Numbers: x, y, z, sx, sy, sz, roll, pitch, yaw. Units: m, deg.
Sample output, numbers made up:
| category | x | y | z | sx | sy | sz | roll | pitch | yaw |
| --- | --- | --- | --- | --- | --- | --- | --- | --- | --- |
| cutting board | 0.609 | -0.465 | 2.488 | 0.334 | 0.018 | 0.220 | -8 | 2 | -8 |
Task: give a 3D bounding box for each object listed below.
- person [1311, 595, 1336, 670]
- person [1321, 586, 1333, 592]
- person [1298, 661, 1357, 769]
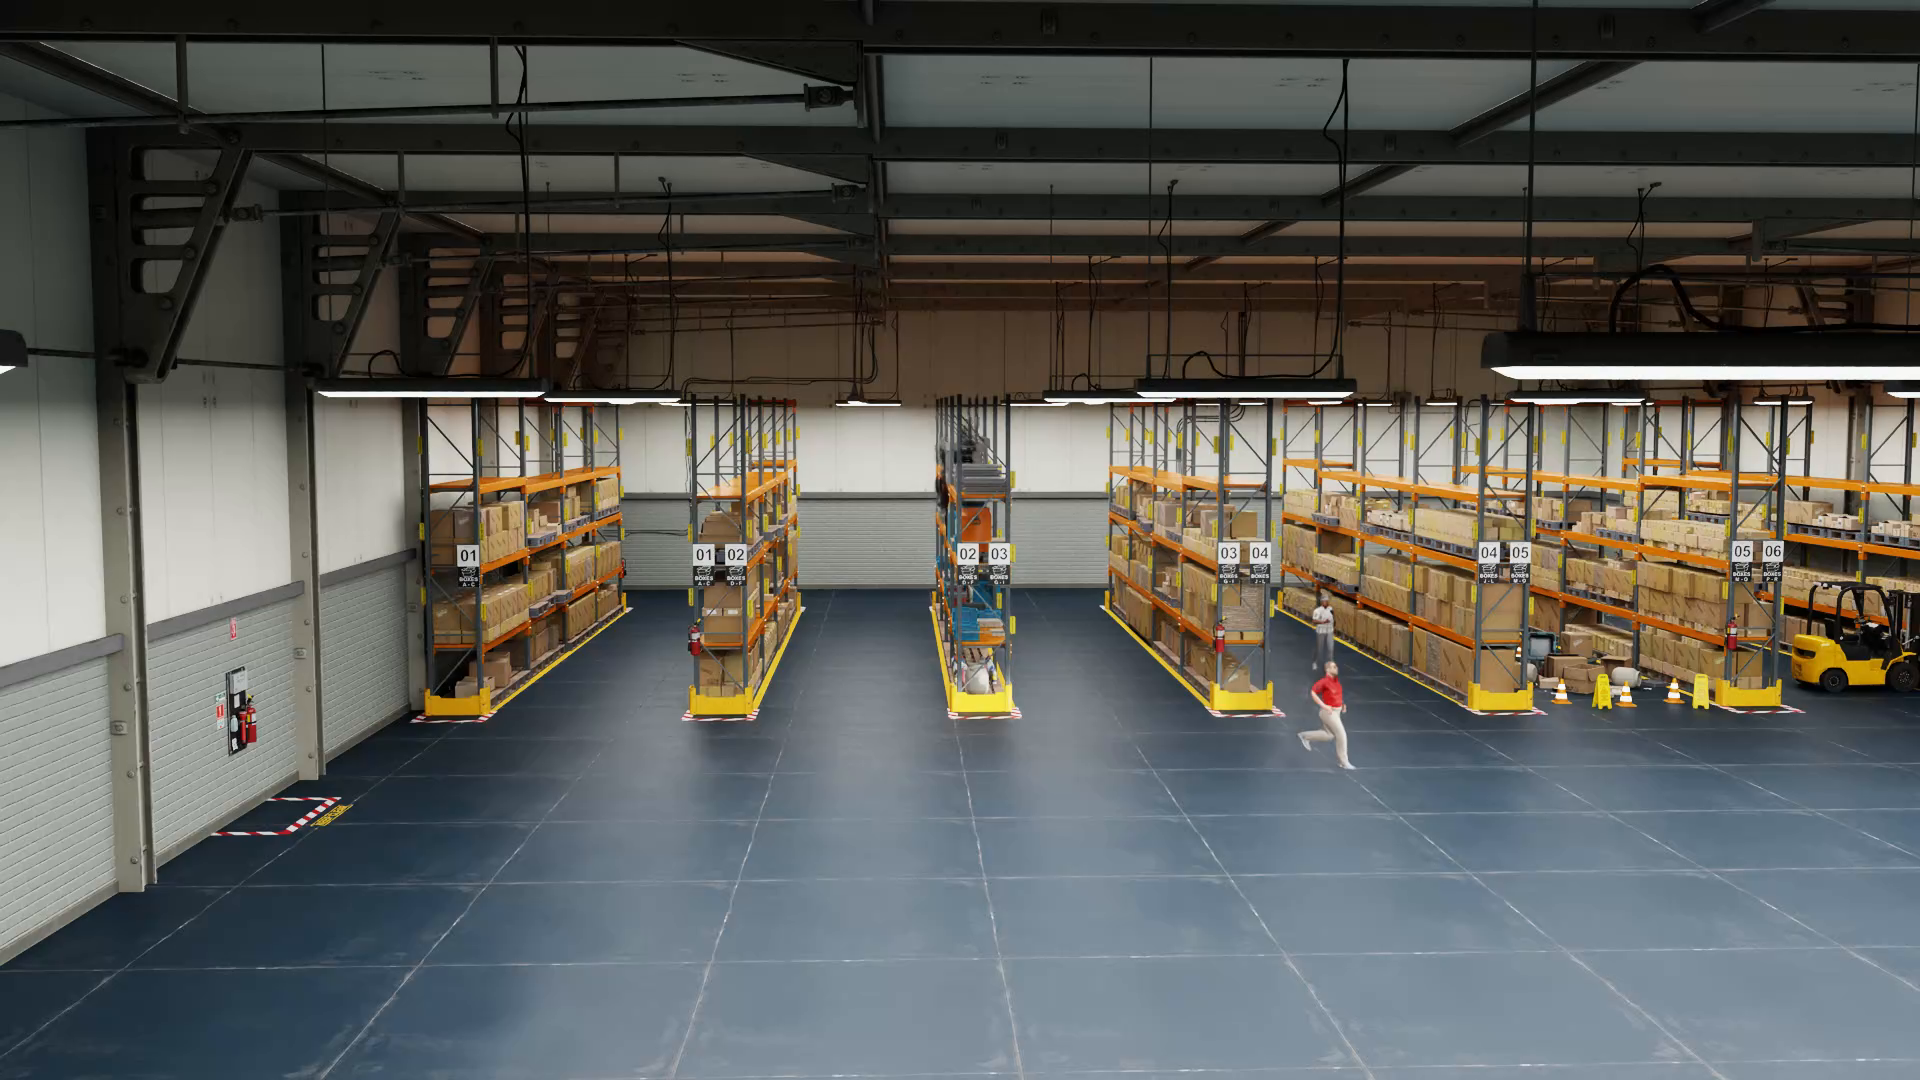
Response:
| category | x | y | z | sx | sy | sz | roll | pitch | yaw |
| --- | --- | --- | --- | --- | --- | --- | --- | --- | --- |
| person | 7.867 | 2.028 | 35.984 | 0.595 | 1.724 | 0.870 | -1 | 5 | -11 |
| person | 10.676 | 1.102 | 48.538 | 0.686 | 1.694 | 0.571 | 4 | 6 | 38 |
| person | 5.917 | 2.807 | 26.715 | 0.993 | 1.732 | 0.644 | 3 | 5 | 30 |
